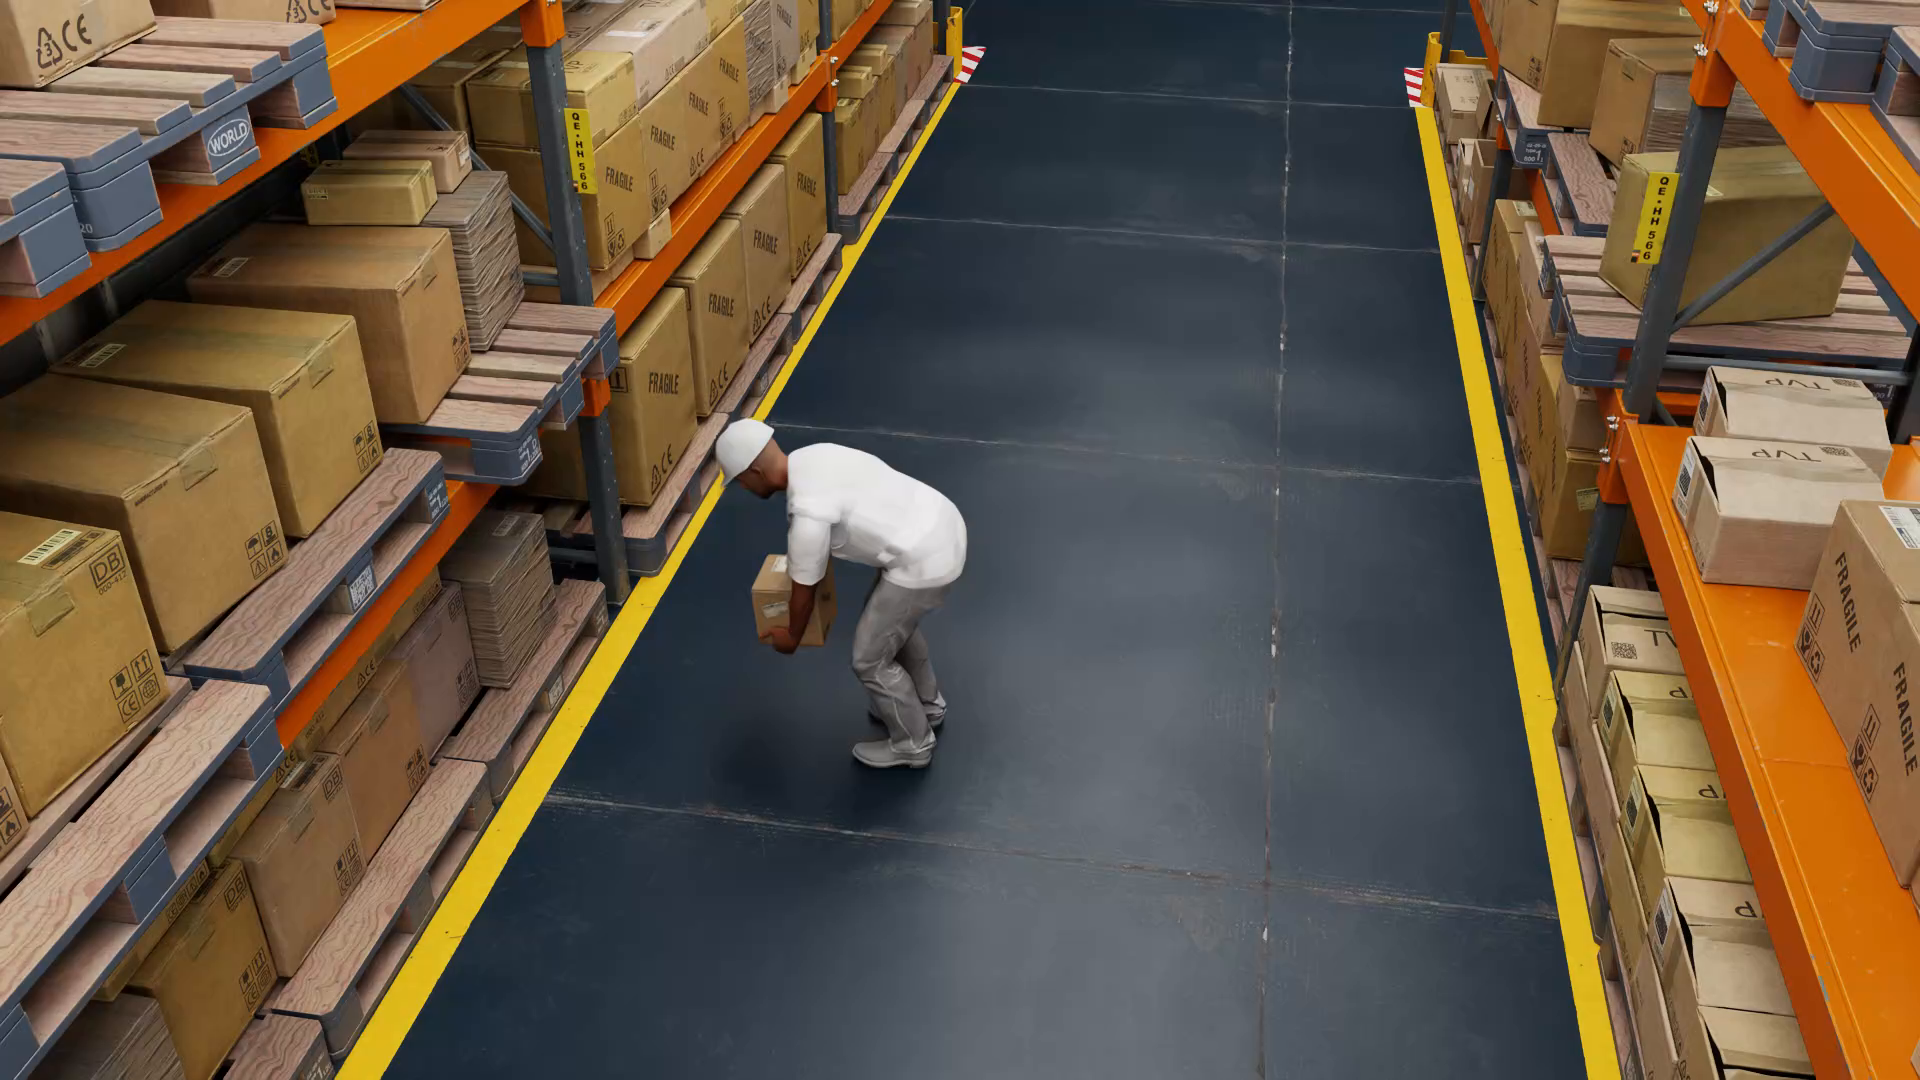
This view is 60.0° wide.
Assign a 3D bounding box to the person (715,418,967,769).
[{"bbox_3d":[-0.425,0.188,6.180,0.898,1.376,0.490,4,32,7],"label":"person"}]
